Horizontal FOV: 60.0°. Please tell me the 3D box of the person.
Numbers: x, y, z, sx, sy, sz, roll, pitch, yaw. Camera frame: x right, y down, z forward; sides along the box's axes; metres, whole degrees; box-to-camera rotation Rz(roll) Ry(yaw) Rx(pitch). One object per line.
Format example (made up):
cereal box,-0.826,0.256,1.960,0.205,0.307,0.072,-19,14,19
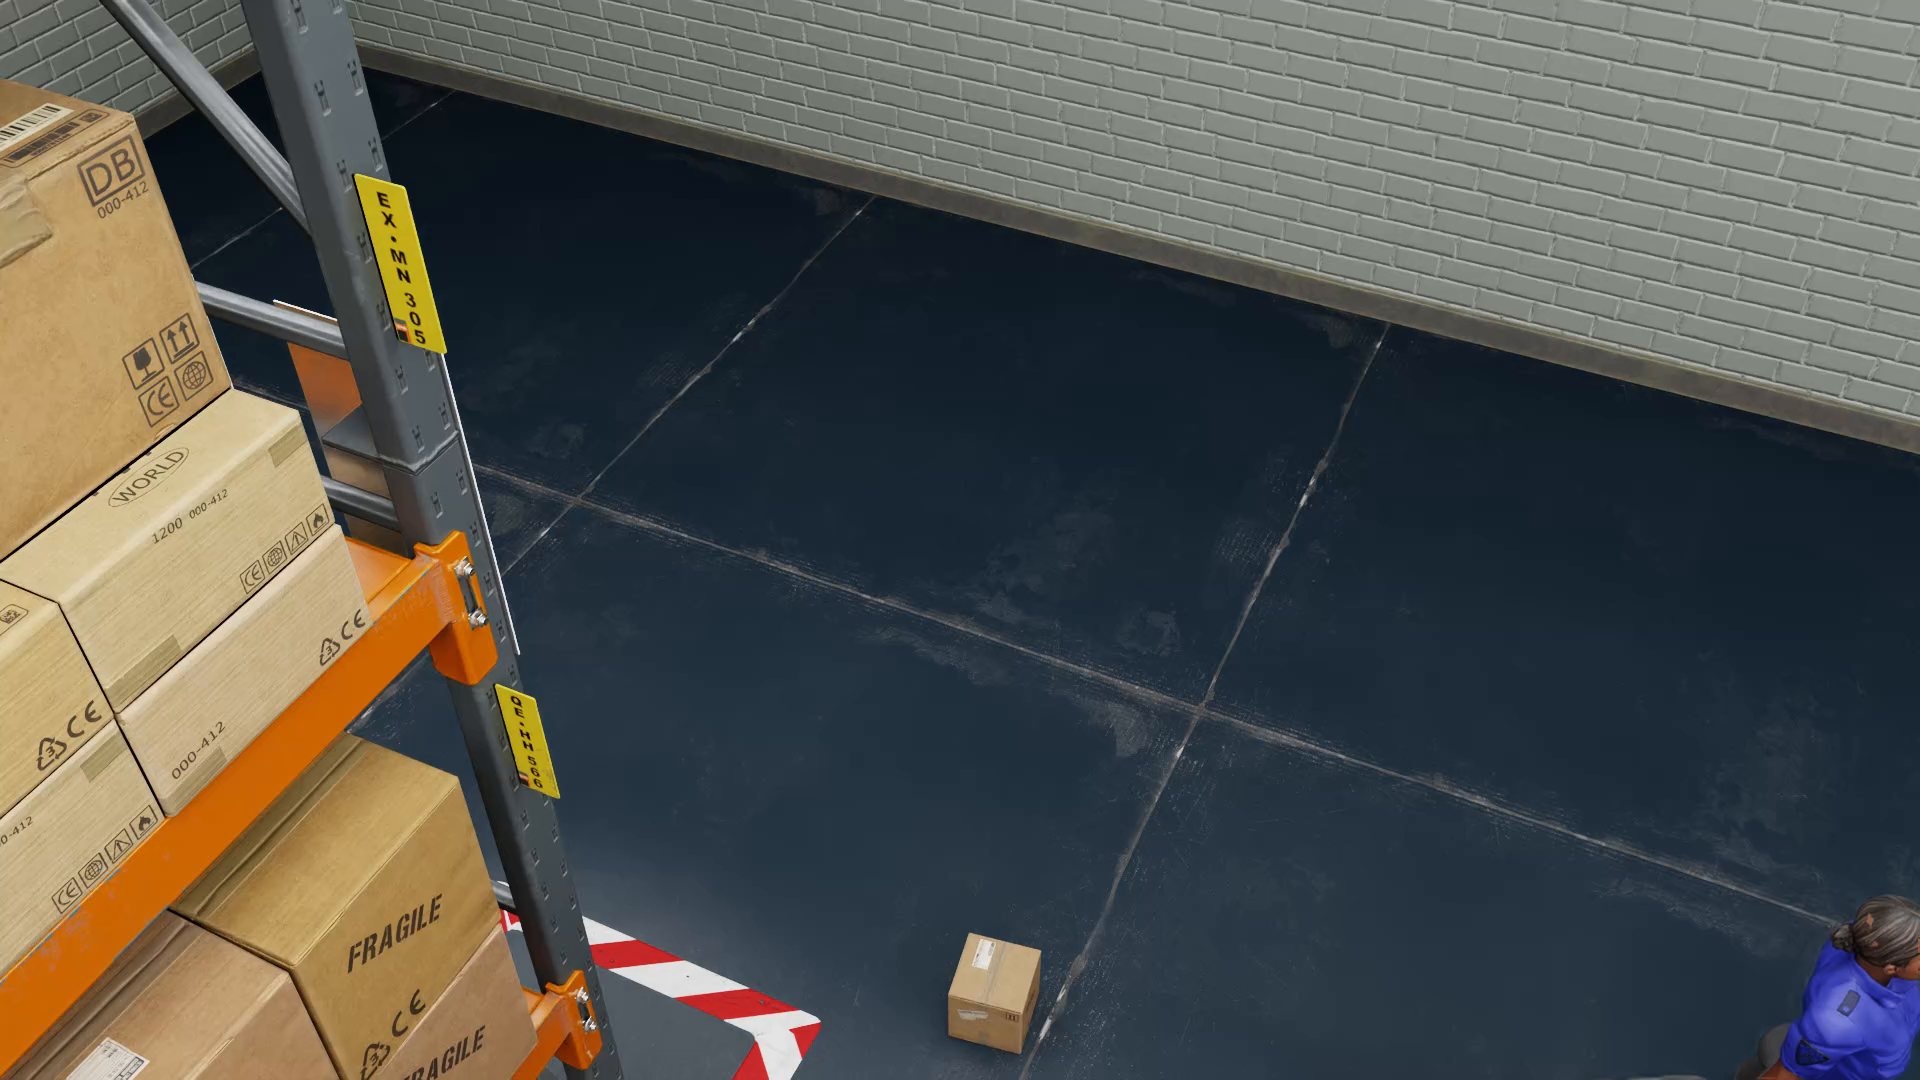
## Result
person,2.309,1.467,4.543,0.950,1.609,0.463,22,47,23
